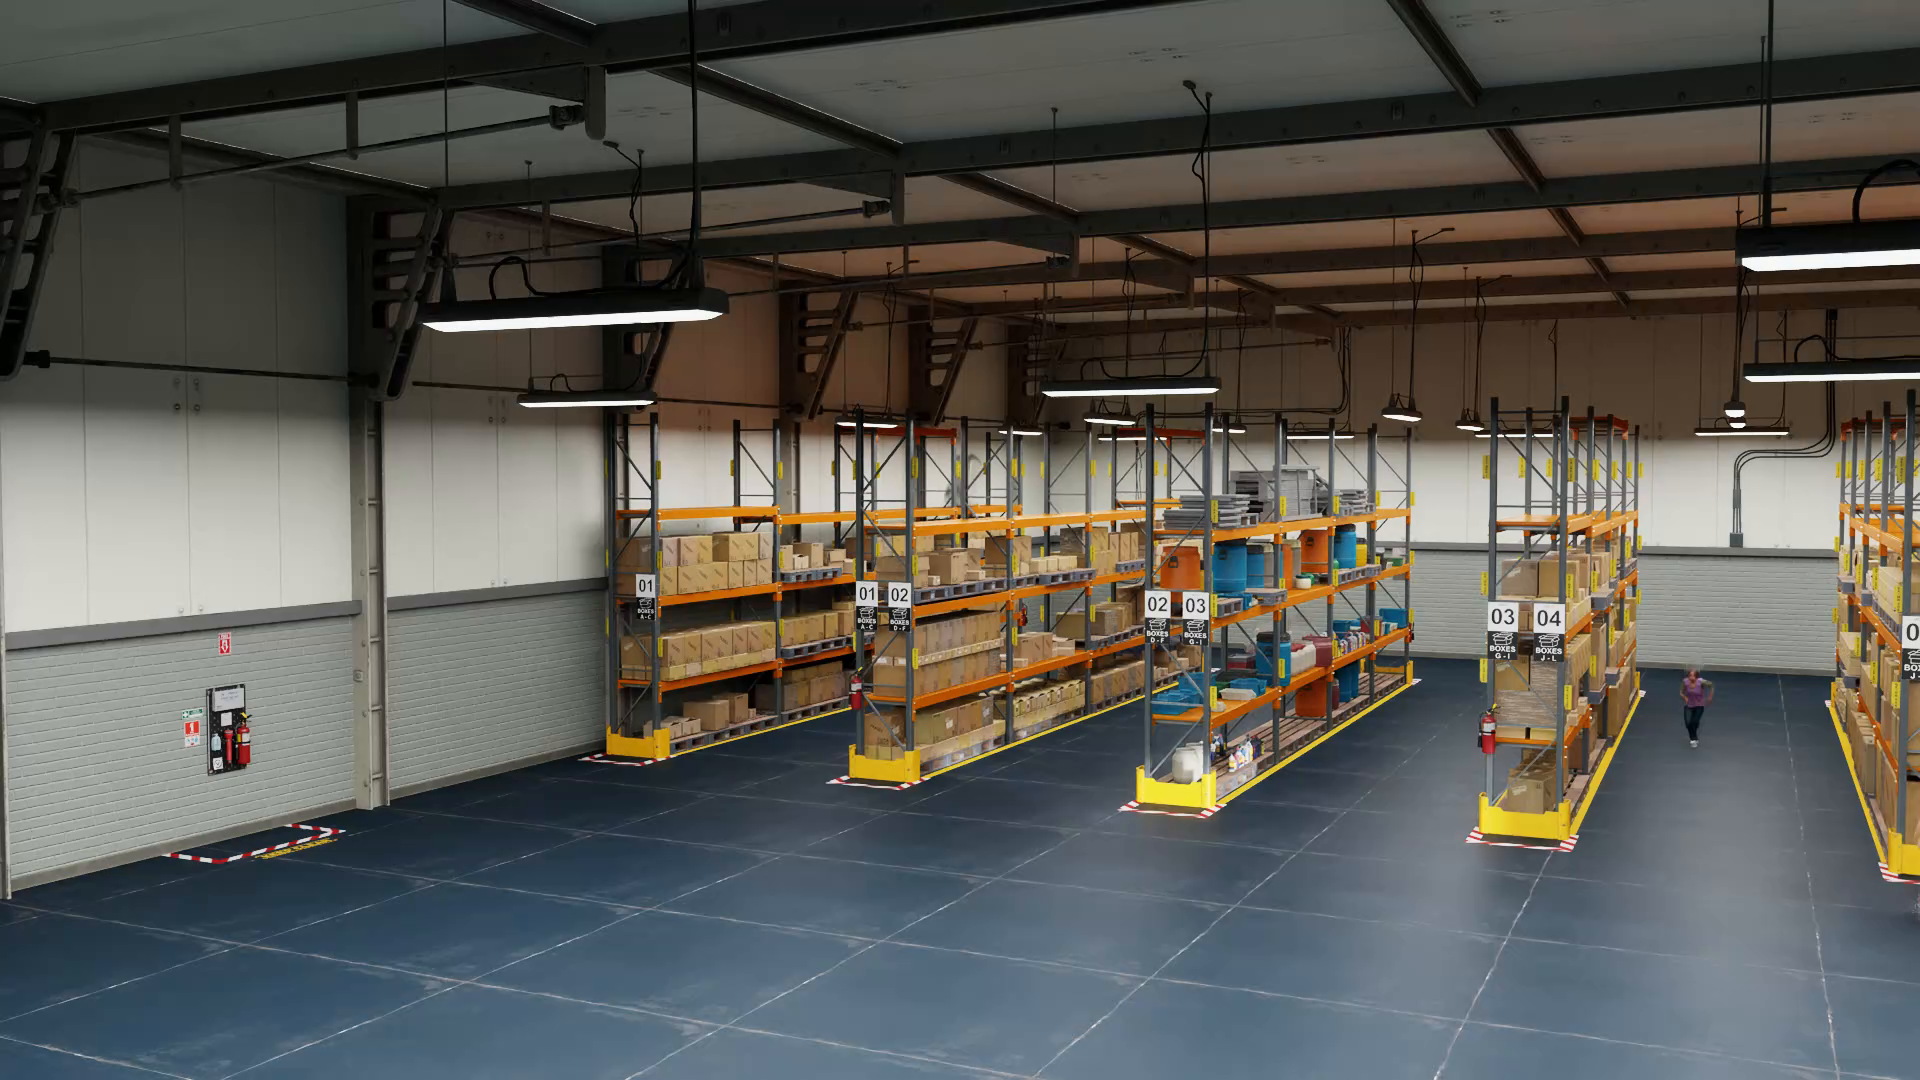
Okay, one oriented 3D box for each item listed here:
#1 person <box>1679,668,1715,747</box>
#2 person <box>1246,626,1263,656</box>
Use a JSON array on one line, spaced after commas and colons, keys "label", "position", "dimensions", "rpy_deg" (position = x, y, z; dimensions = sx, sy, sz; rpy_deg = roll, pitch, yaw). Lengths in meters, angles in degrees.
[{"label": "person", "position": [13.241, 3.022, 29.908], "dimensions": [0.569, 1.467, 0.760], "rpy_deg": [1, 3, 30]}, {"label": "person", "position": [6.371, 2.672, 35.477], "dimensions": [0.568, 1.677, 0.952], "rpy_deg": [1, 3, 25]}]
